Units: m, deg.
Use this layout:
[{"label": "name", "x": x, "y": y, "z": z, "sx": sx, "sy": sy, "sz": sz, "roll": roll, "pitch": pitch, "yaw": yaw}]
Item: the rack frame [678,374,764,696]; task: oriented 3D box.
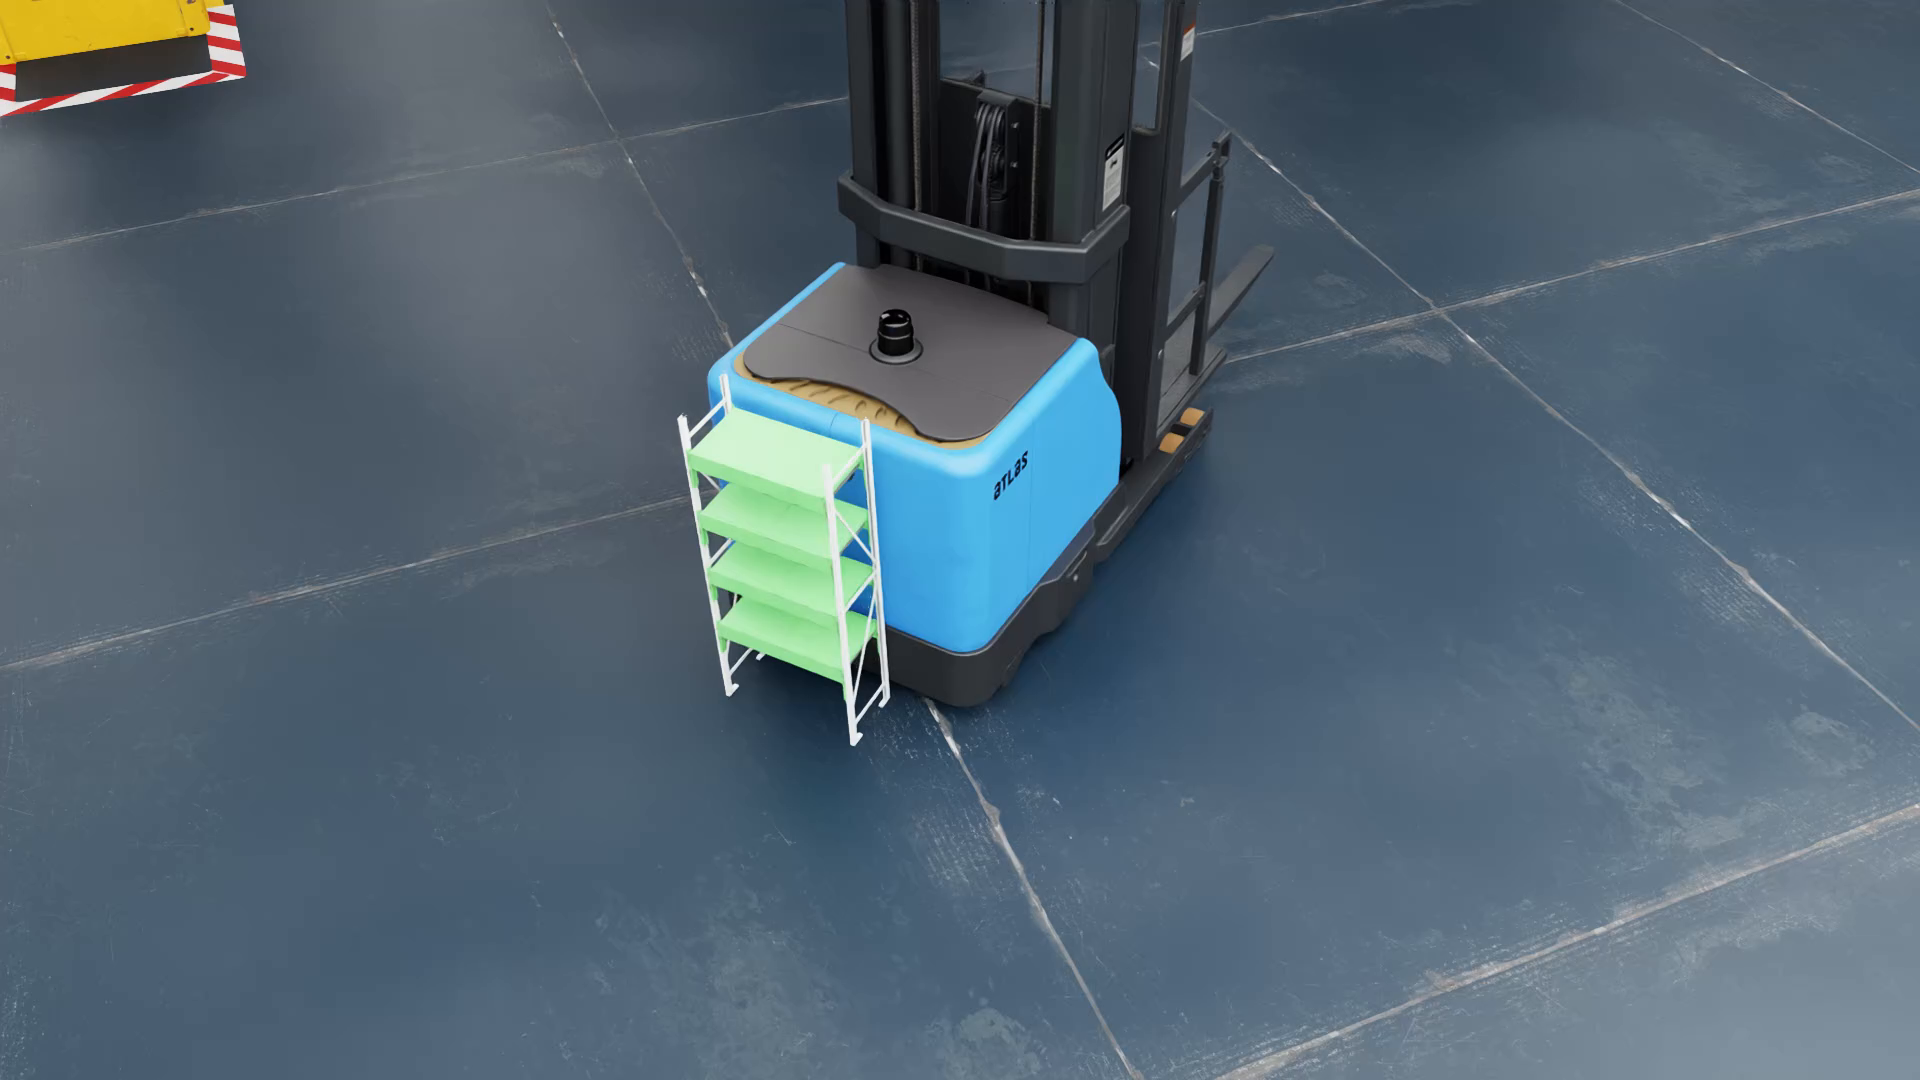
[{"label": "rack frame", "x": -0.743, "y": 0.016, "z": 5.302, "sx": 0.015, "sy": 1.200, "sz": 0.240, "roll": 19, "pitch": 47, "yaw": 21}]

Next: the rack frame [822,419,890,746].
[{"label": "rack frame", "x": -0.311, "y": 0.163, "z": 5.130, "sx": 0.015, "sy": 1.200, "sz": 0.240, "roll": 19, "pitch": 47, "yaw": 21}]

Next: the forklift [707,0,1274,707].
[{"label": "forklift", "x": 0.357, "y": -1.504, "z": 5.751, "sx": 1.130, "sy": 2.935, "sz": 3.031, "roll": 21, "pitch": 45, "yaw": 22}]

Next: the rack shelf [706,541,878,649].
[{"label": "rack shelf", "x": -0.526, "y": 0.136, "z": 5.260, "sx": 0.480, "sy": 0.148, "sz": 0.258, "roll": 19, "pitch": 47, "yaw": 21}]

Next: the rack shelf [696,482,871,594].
[{"label": "rack shelf", "x": -0.531, "y": -0.039, "z": 5.096, "sx": 0.480, "sy": 0.148, "sz": 0.258, "roll": 19, "pitch": 47, "yaw": 21}]

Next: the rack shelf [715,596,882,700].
[{"label": "rack shelf", "x": -0.520, "y": 0.312, "z": 5.423, "sx": 0.480, "sy": 0.148, "sz": 0.258, "roll": 19, "pitch": 47, "yaw": 21}]

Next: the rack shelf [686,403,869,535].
[{"label": "rack shelf", "x": -0.536, "y": -0.214, "z": 4.932, "sx": 0.480, "sy": 0.148, "sz": 0.258, "roll": 19, "pitch": 47, "yaw": 21}]

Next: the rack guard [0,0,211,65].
[{"label": "rack guard", "x": -4.965, "y": -3.097, "z": 9.468, "sx": 1.175, "sy": 0.500, "sz": 0.348, "roll": -15, "pitch": 43, "yaw": -17}]

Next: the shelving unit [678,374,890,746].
[{"label": "shelving unit", "x": -0.527, "y": 0.090, "z": 5.216, "sx": 0.503, "sy": 1.200, "sz": 0.258, "roll": 19, "pitch": 47, "yaw": 21}]
